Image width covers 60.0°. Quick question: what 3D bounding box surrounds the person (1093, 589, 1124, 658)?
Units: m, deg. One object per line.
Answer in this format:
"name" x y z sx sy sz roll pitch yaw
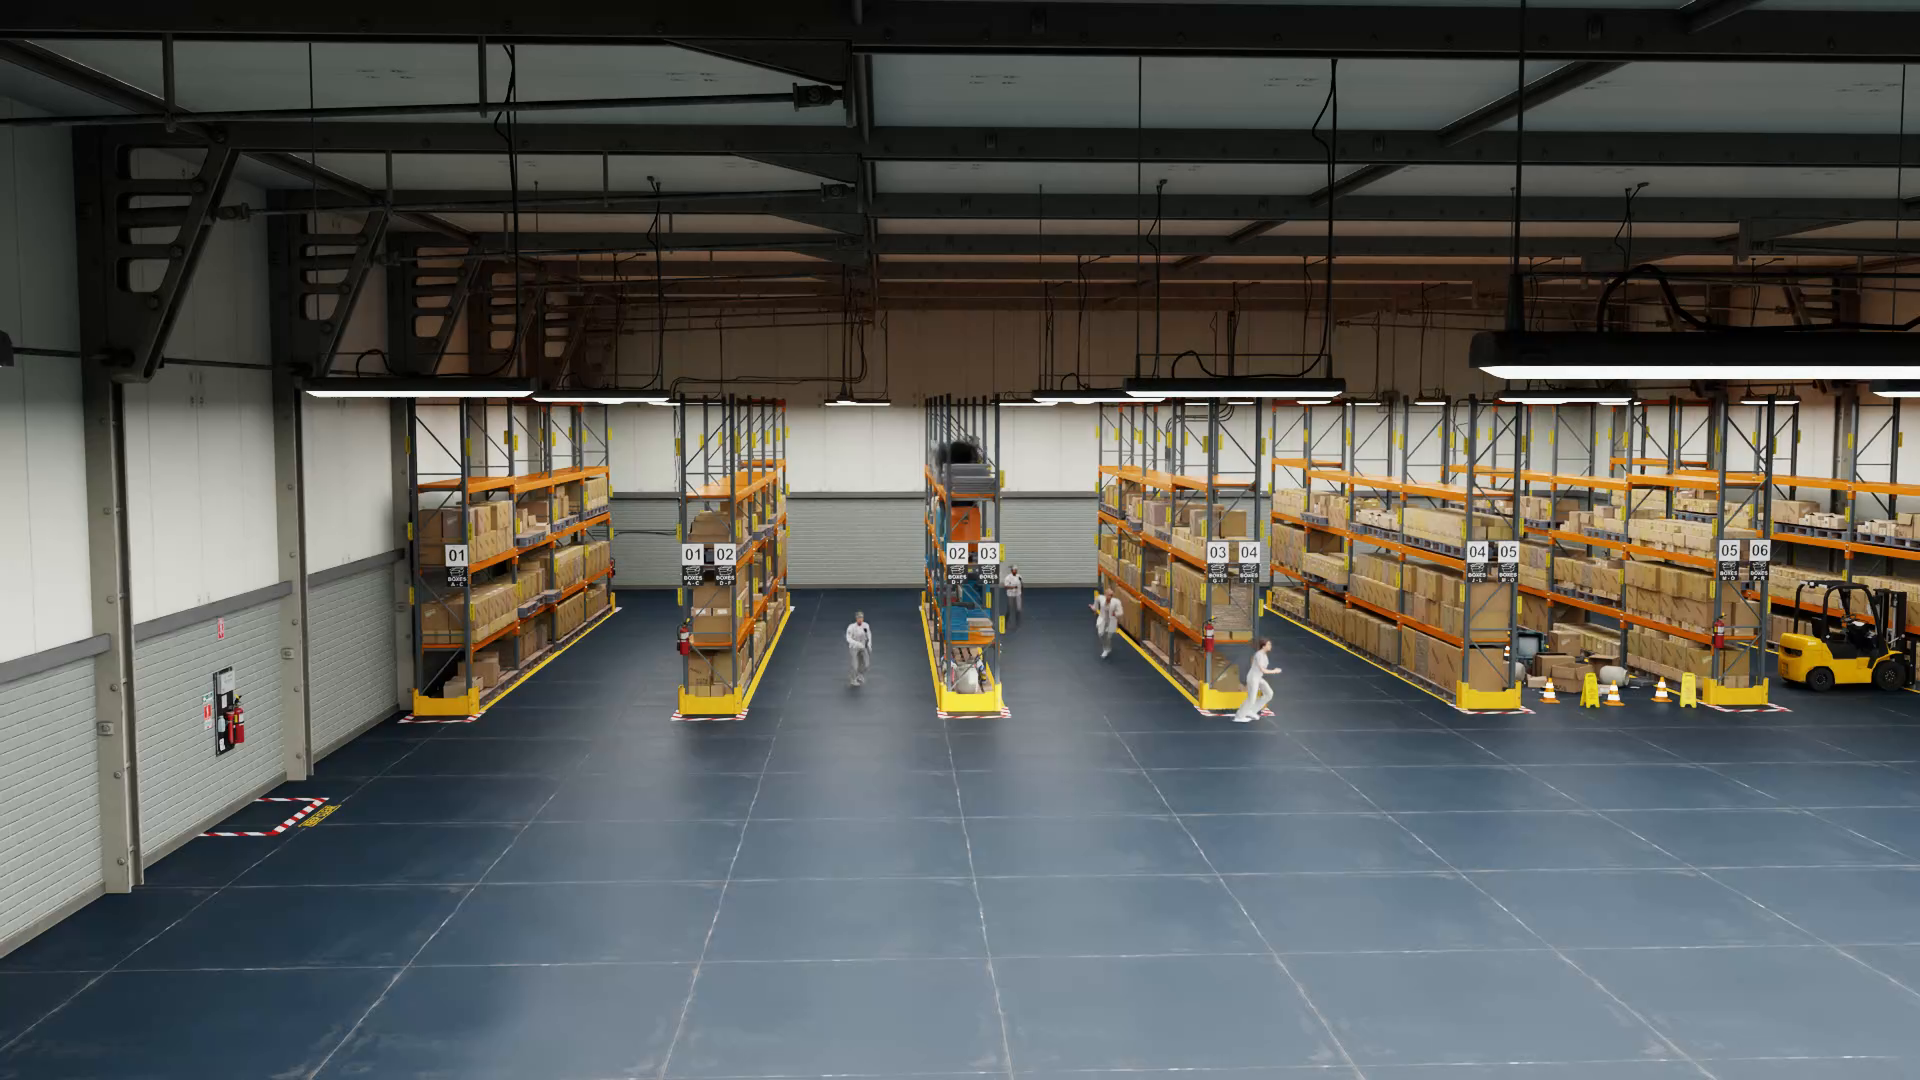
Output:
"person" 3.414 1.884 38.315 0.733 1.601 1.185 1 5 9

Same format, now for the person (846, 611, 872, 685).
"person" -2.084 2.231 34.285 0.603 1.580 0.720 -2 5 -24

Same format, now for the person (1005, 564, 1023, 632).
"person" 1.381 1.480 42.932 0.553 1.739 0.862 -1 5 -16

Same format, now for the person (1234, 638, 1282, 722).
"person" 5.426 2.543 30.250 0.855 1.562 0.565 2 5 22
